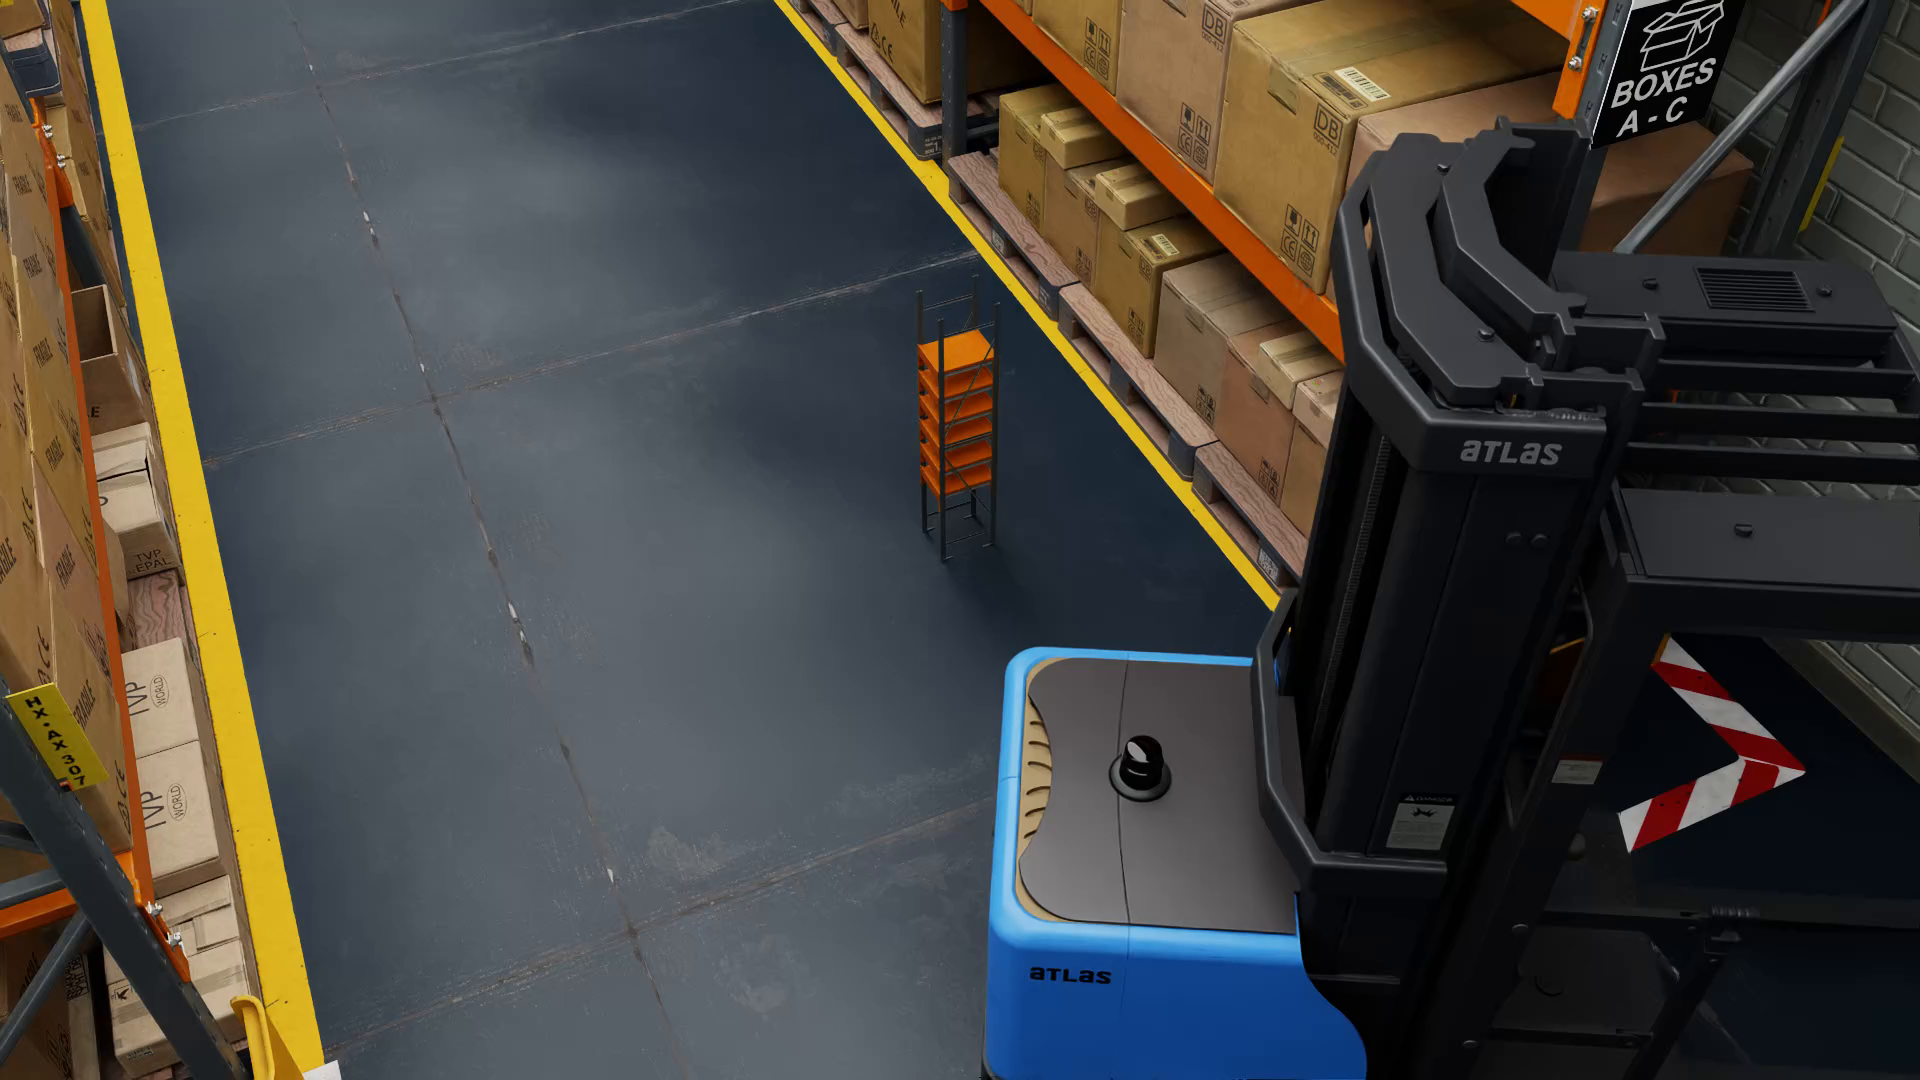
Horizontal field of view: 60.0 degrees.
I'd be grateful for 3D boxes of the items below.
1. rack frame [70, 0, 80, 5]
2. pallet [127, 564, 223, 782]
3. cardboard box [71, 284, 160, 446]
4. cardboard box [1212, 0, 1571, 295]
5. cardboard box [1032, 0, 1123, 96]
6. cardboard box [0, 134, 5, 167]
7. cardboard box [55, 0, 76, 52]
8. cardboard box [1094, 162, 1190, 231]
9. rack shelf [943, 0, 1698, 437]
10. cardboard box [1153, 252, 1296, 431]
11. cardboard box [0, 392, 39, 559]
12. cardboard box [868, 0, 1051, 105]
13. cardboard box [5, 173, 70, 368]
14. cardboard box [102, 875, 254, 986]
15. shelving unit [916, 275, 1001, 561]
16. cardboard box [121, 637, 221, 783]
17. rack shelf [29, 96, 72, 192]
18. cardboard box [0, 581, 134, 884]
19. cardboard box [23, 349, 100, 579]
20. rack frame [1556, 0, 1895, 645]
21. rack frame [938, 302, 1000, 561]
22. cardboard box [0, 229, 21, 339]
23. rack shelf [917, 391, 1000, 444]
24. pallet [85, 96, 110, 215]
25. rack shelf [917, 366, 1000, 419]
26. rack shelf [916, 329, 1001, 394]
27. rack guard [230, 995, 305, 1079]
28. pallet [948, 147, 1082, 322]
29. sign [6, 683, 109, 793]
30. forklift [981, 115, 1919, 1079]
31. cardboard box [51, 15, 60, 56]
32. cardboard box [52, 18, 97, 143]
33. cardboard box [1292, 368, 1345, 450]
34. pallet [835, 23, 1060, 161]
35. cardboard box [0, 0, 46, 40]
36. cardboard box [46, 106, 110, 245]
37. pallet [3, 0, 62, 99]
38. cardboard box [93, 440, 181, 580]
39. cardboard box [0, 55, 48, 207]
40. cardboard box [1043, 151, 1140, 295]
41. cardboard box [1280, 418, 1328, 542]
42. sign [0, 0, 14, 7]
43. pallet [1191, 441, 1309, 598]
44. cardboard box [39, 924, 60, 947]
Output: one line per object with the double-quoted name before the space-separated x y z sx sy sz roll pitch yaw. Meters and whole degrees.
"rack frame" -5.790 -4.201 8.872 1.000 3.000 0.127 -18 47 -17
"pallet" -3.303 0.557 6.036 1.003 0.211 1.213 -18 47 -17
"cardboard box" -3.611 -0.640 6.729 0.500 0.500 0.500 -18 47 -17
"cardboard box" 1.528 -1.458 5.878 0.980 0.700 0.700 -18 48 -18
"cardboard box" 0.901 -2.407 6.840 0.980 0.700 0.700 -19 48 -18
"cardboard box" -3.442 -1.472 5.324 0.500 0.500 0.500 -19 48 -18
"cardboard box" -5.183 -2.942 9.062 0.500 0.500 0.500 -16 47 -16
"cardboard box" 0.805 -1.497 7.150 0.380 0.149 0.250 -19 48 -19
"rack shelf" 1.226 -1.587 6.735 1.077 0.370 4.000 -18 47 -17
"cardboard box" 1.260 -0.884 6.991 0.700 0.500 0.500 -19 48 -19
"cardboard box" -2.600 -0.186 4.020 0.500 0.500 0.500 -18 47 -17
"cardboard box" -0.006 -2.878 8.762 0.750 0.750 0.750 -18 47 -17
"cardboard box" -3.229 -0.790 5.344 0.500 0.500 0.500 -17 47 -17
"cardboard box" -2.395 1.221 5.081 0.380 0.166 0.250 -18 47 -17
"shelving unit" -0.006 -0.436 6.338 0.258 1.200 0.189 -18 47 -17
"cardboard box" -2.817 0.651 5.599 0.500 0.250 0.500 -18 47 -17
"rack shelf" -4.949 -2.671 7.833 1.077 0.370 4.000 -18 47 -17
"cardboard box" -2.373 0.500 4.036 0.500 0.500 0.500 -17 47 -17
"cardboard box" -2.803 -0.148 4.693 0.500 0.500 0.500 -18 47 -18
"rack frame" 2.067 -0.569 5.191 1.000 3.000 0.127 -18 47 -17
"rack frame" 0.032 -0.378 6.279 0.240 1.200 0.006 -18 47 -17
"cardboard box" -3.020 -0.830 4.673 0.500 0.500 0.500 -18 48 -18
"rack shelf" -0.006 -0.490 6.285 0.258 0.103 0.180 -18 47 -17
"pallet" -5.001 -1.945 8.571 1.003 0.211 1.213 -18 47 -17
"rack shelf" -0.006 -0.576 6.201 0.258 0.103 0.180 -18 47 -17
"rack shelf" -0.006 -0.661 6.116 0.258 0.103 0.180 -18 47 -17
"rack guard" -2.458 1.738 4.633 1.175 0.500 0.348 -18 47 -17
"pallet" 0.634 -1.617 8.239 1.003 0.211 1.213 -18 47 -17
"sign" -1.933 0.428 3.564 0.100 0.325 0.005 -18 47 -17
"forklift" 1.604 0.443 4.215 3.031 2.935 1.130 3 45 3
"cardboard box" -4.722 -2.523 8.104 0.500 0.250 0.500 -19 48 -18
"cardboard box" -4.740 -2.279 8.391 0.500 0.500 0.500 -20 48 -19
"cardboard box" 1.463 -0.504 6.144 0.380 0.149 0.250 -19 48 -18
"pallet" -0.008 -2.595 9.229 1.003 0.211 1.213 -18 47 -17
"cardboard box" -4.104 -2.205 6.479 0.700 0.500 0.500 -34 54 -30
"cardboard box" -4.324 -1.636 7.739 0.500 0.500 0.500 -17 47 -17
"pallet" -4.345 -2.126 6.905 1.003 0.211 1.213 -18 47 -17
"cardboard box" -3.295 -0.095 6.311 0.500 0.311 0.500 -18 47 -17
"cardboard box" -3.665 -1.445 6.008 0.500 0.500 0.500 -17 47 -17
"cardboard box" 0.815 -1.549 7.665 0.700 0.500 0.500 -18 48 -18
"cardboard box" 1.682 -0.245 6.343 0.700 0.500 0.500 -18 47 -17
"sign" -3.619 -2.126 6.152 0.100 0.325 0.005 -18 47 -17
"pallet" 1.660 -0.062 6.663 1.003 0.211 1.213 -18 47 -17
"cardboard box" -2.967 1.190 5.112 0.380 0.166 0.250 -18 47 -17
